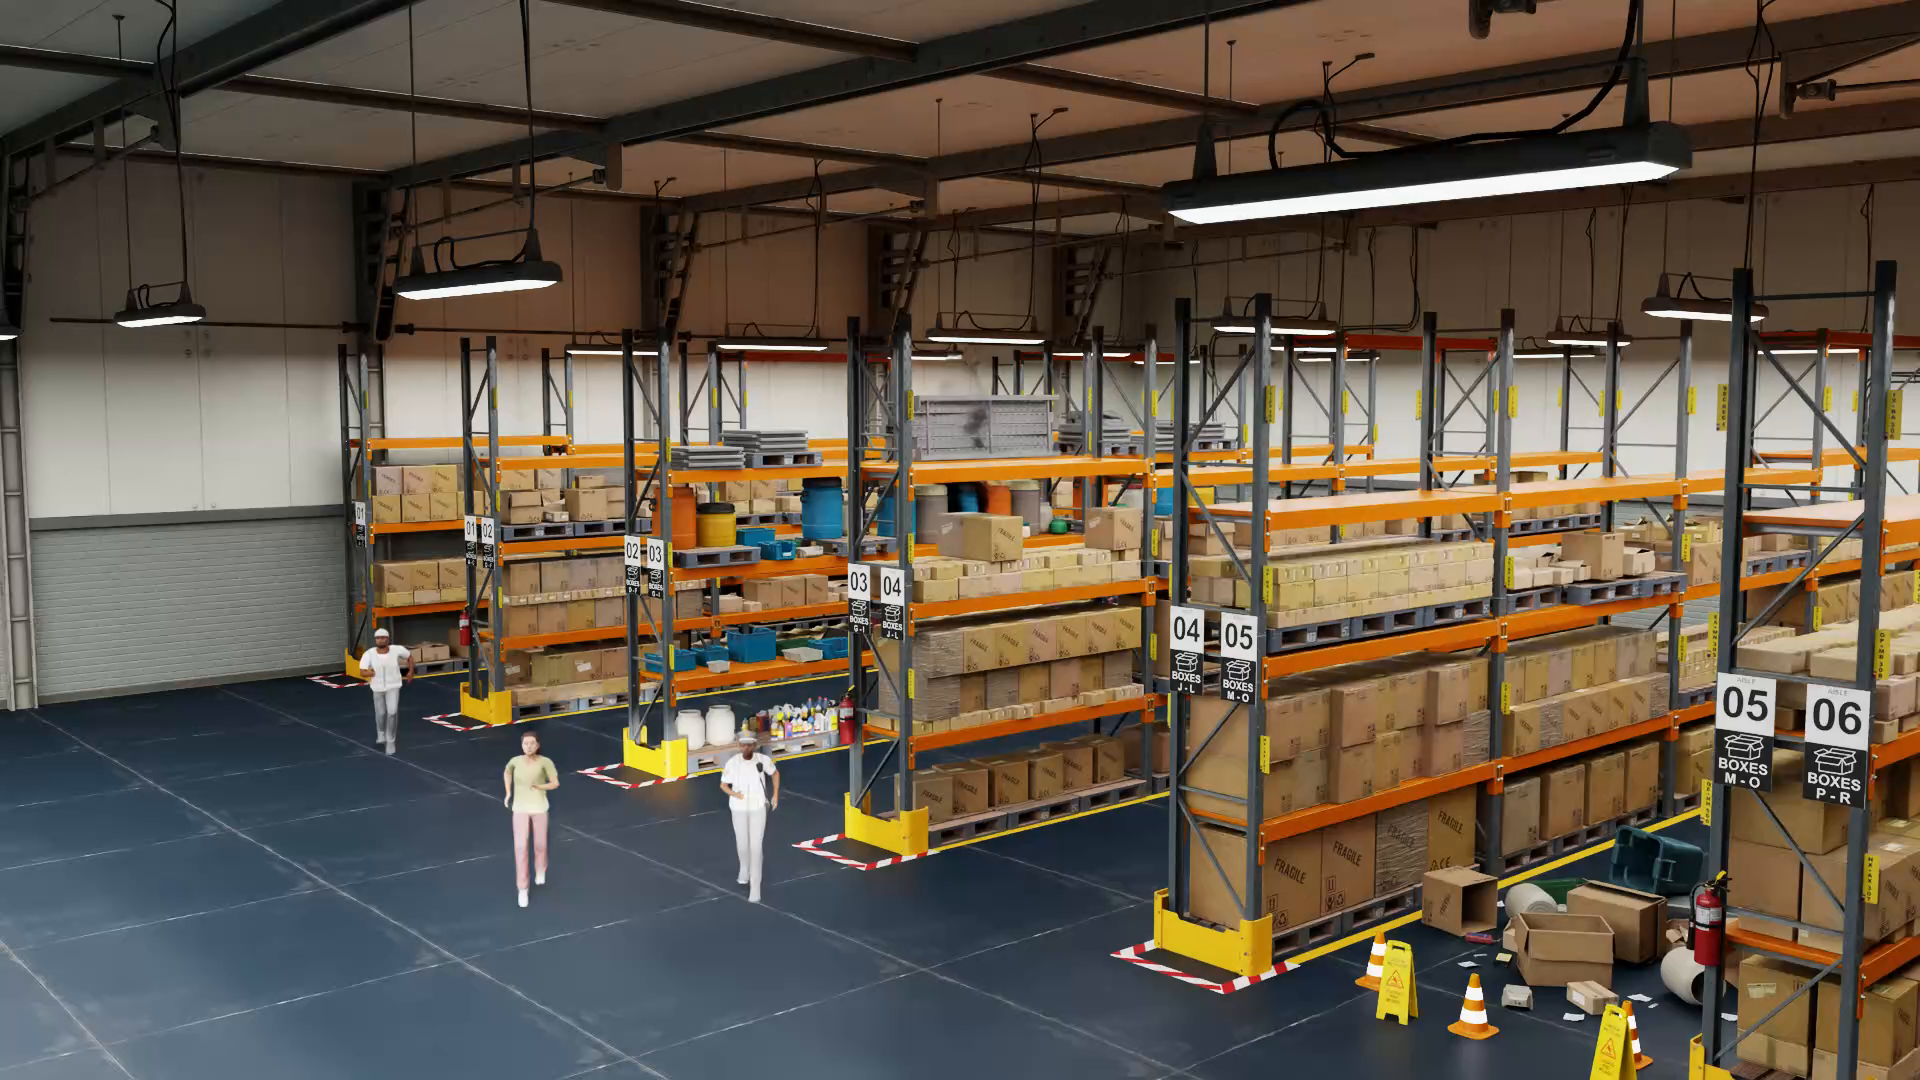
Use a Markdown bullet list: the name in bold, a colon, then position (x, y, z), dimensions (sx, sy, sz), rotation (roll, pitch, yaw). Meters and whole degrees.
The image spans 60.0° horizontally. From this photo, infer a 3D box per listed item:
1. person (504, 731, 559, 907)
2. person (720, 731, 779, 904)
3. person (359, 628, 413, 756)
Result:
- **person**: position (-4.381, 2.793, 17.011), dimensions (0.560, 1.701, 0.875), rotation (-1, 5, -11)
- **person**: position (-2.163, 2.795, 17.112), dimensions (0.591, 1.750, 0.784), rotation (0, 5, -3)
- **person**: position (-8.226, 2.154, 23.863), dimensions (0.708, 1.810, 0.896), rotation (-1, 5, -12)
